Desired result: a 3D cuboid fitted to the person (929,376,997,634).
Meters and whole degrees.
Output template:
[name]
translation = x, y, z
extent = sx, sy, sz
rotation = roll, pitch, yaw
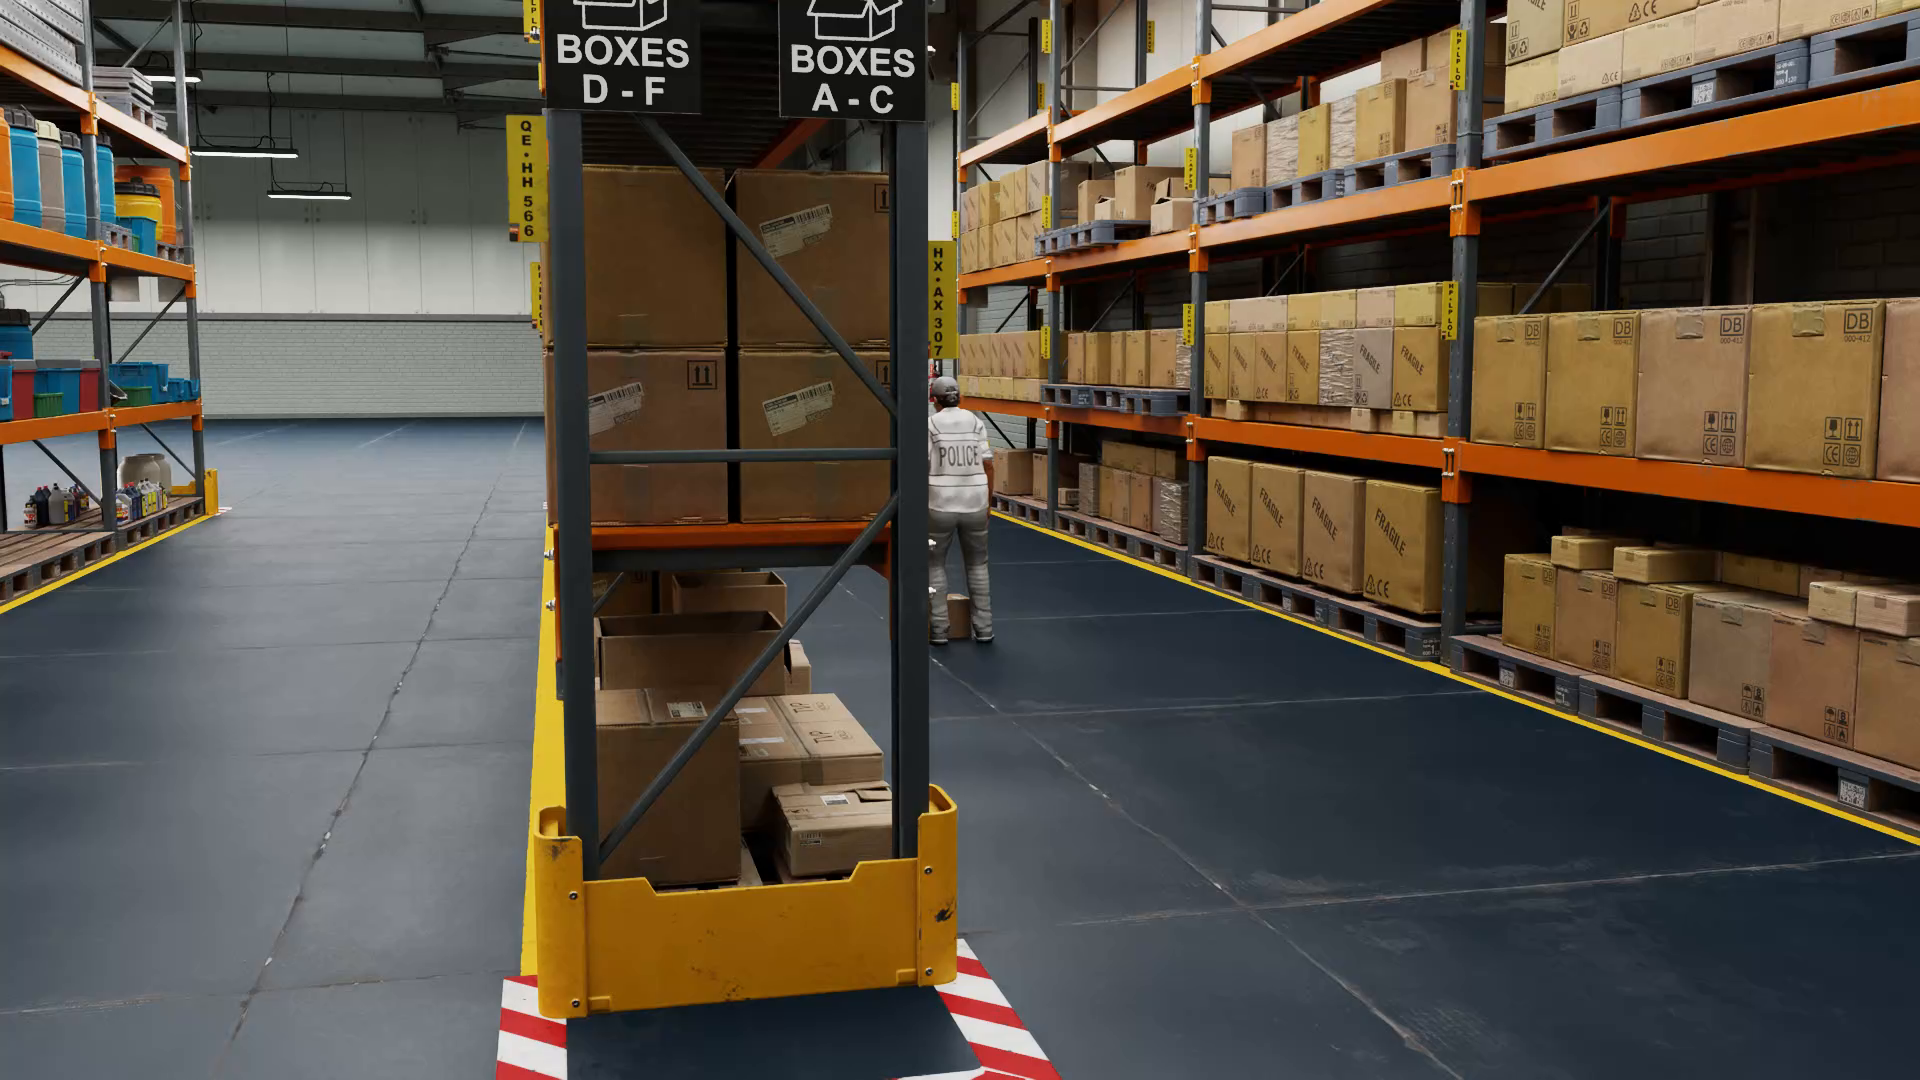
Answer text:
[person]
translation = -0.035, -0.222, 10.387
extent = 0.522, 1.599, 0.470
rotation = -2, 6, -14
